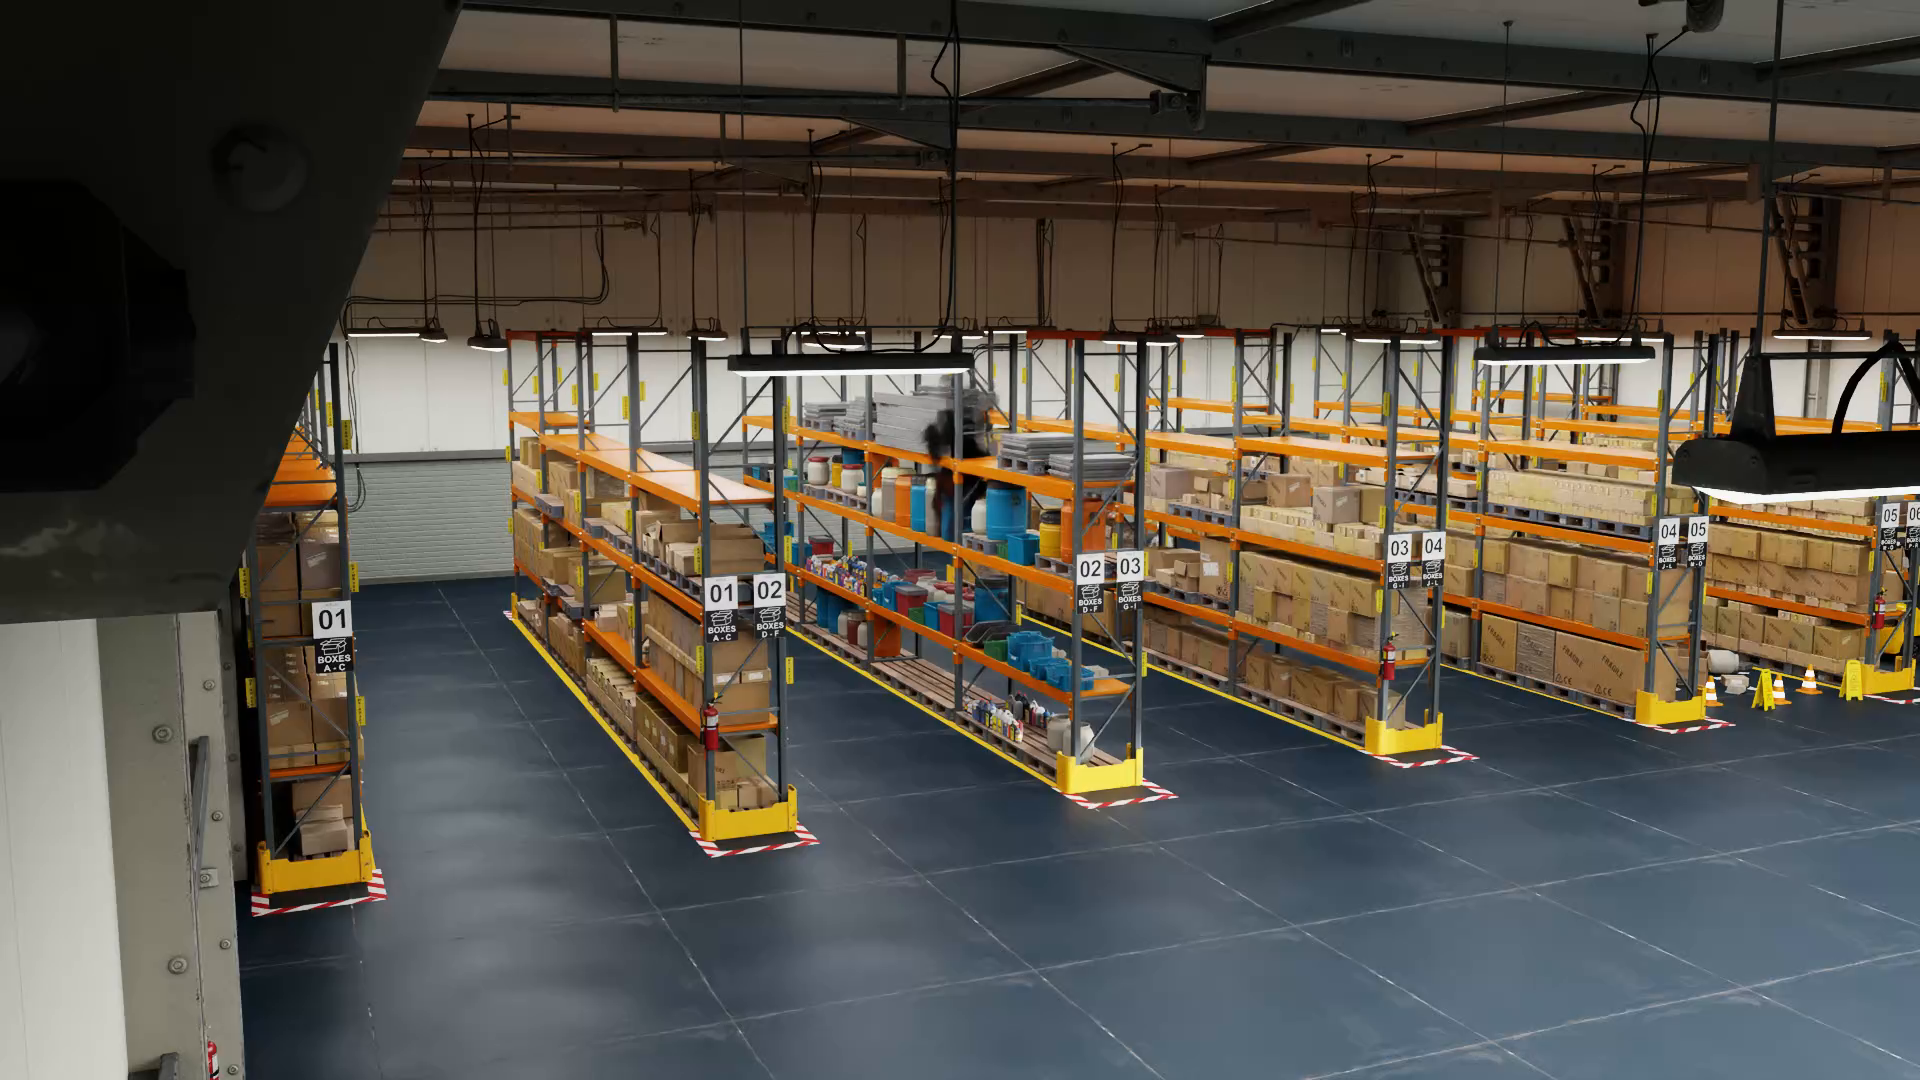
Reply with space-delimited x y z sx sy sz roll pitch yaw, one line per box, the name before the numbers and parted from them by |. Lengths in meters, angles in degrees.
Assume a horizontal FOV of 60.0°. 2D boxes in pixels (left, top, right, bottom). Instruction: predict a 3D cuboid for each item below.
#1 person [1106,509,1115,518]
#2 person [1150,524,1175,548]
person | 3.611 -0.092 41.176 0.545 1.690 0.768 -6 10 -38
person | 4.511 0.478 36.833 0.660 1.729 0.580 -3 8 -18
